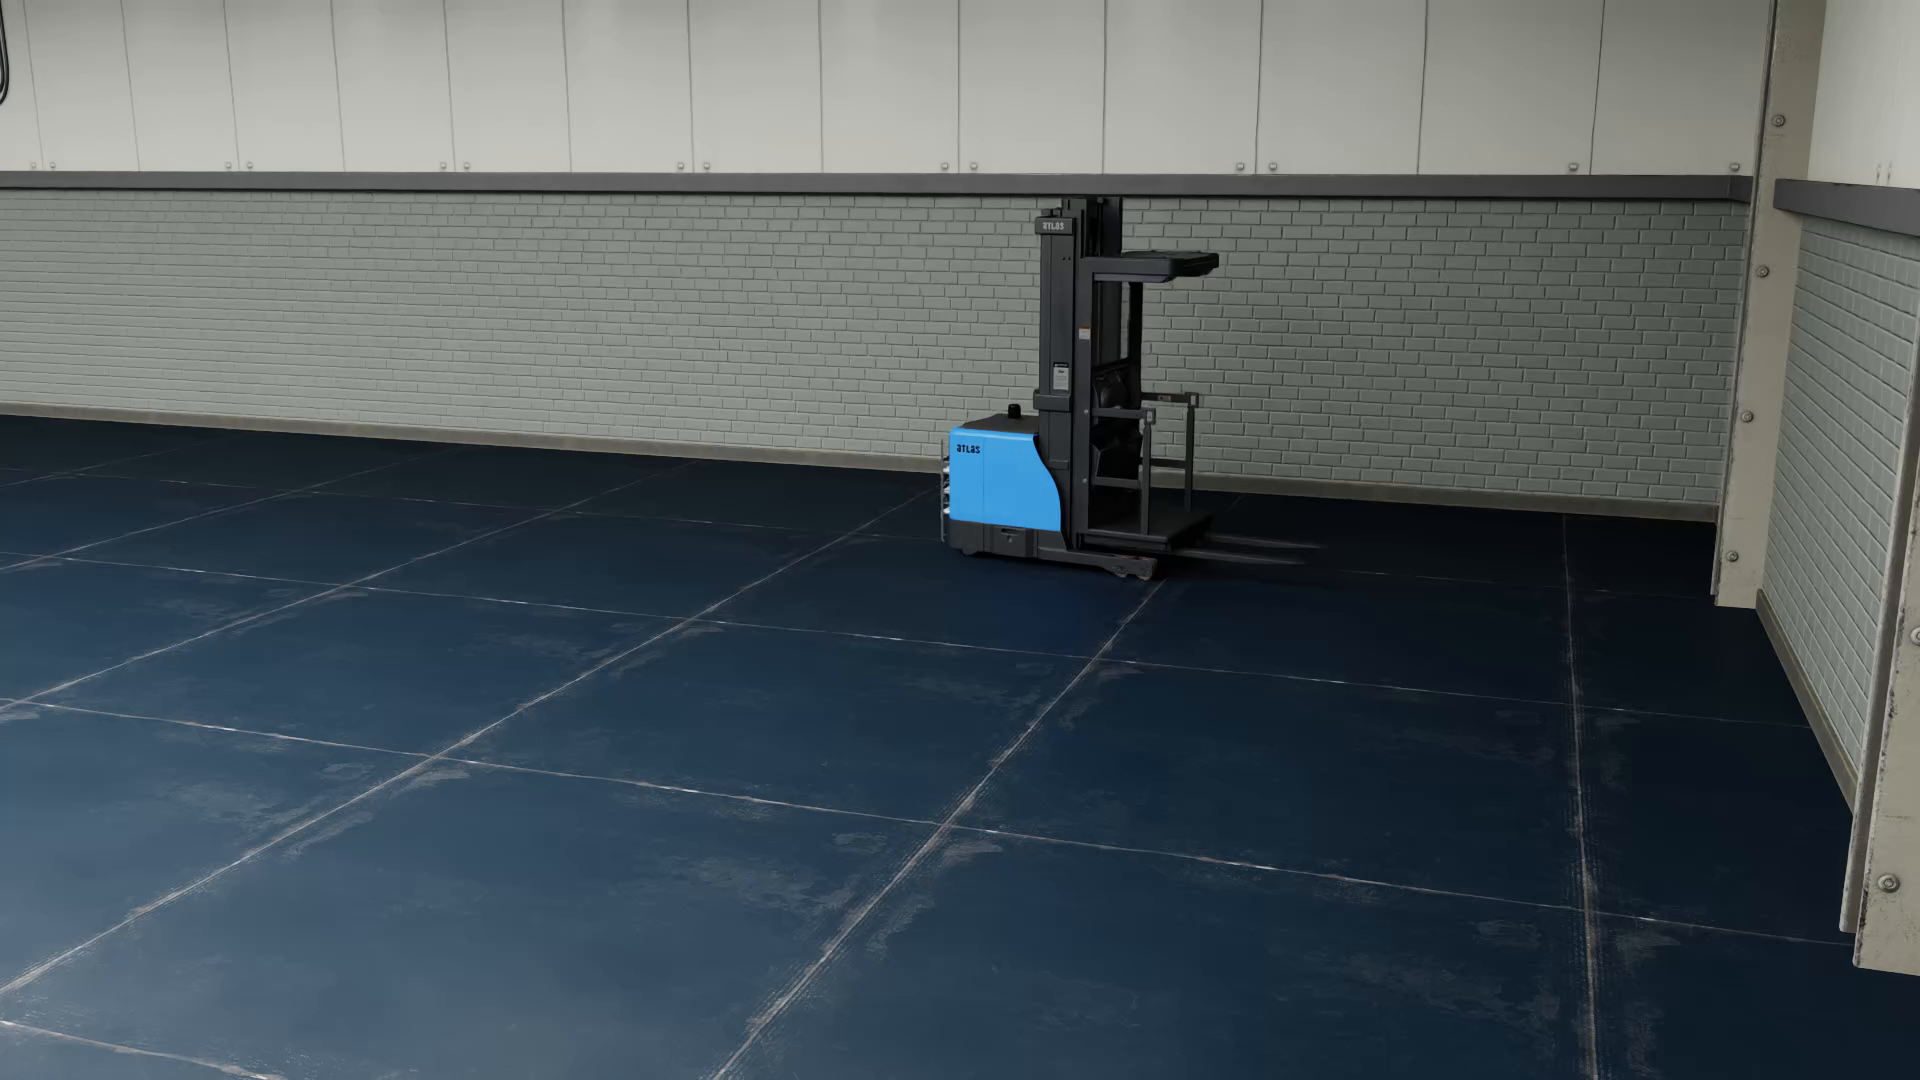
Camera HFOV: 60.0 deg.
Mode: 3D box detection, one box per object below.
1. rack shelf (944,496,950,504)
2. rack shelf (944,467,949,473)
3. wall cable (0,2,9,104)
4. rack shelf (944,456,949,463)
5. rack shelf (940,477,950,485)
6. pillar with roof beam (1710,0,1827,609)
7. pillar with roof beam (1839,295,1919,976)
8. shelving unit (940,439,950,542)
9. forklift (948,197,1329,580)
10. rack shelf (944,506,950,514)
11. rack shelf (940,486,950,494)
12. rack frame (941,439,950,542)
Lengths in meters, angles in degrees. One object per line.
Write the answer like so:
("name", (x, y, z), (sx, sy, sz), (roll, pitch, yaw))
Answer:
("rack shelf", (-0.013, -0.319, 14.418), (0.258, 0.077, 0.200), (5, 14, 21))
("rack shelf", (-0.013, -0.582, 14.357), (0.258, 0.077, 0.200), (5, 14, 21))
("wall cable", (-12.802, -7.695, 20.337), (2.305, 6.003, 0.169), (4, 14, 18))
("rack shelf", (-0.013, -0.670, 14.337), (0.258, 0.077, 0.200), (5, 14, 21))
("rack shelf", (-0.013, -0.495, 14.377), (0.258, 0.077, 0.200), (5, 14, 21))
("pillar with roof beam", (1.748, -4.241, 12.846), (9.100, 9.000, 0.400), (4, 14, 18))
("pillar with roof beam", (-0.194, -2.978, 7.311), (9.100, 9.000, 0.400), (4, 14, 18))
("shelving unit", (-0.013, -0.439, 14.390), (0.258, 0.900, 0.210), (5, 14, 21))
("forklift", (1.446, -1.249, 13.375), (3.031, 2.935, 1.130), (7, 14, 27))
("rack shelf", (-0.012, -0.232, 14.438), (0.258, 0.077, 0.200), (5, 14, 21))
("rack shelf", (-0.013, -0.407, 14.397), (0.258, 0.077, 0.200), (5, 14, 21))
("rack frame", (-0.050, -0.418, 14.298), (0.240, 0.900, 0.006), (5, 14, 21))
